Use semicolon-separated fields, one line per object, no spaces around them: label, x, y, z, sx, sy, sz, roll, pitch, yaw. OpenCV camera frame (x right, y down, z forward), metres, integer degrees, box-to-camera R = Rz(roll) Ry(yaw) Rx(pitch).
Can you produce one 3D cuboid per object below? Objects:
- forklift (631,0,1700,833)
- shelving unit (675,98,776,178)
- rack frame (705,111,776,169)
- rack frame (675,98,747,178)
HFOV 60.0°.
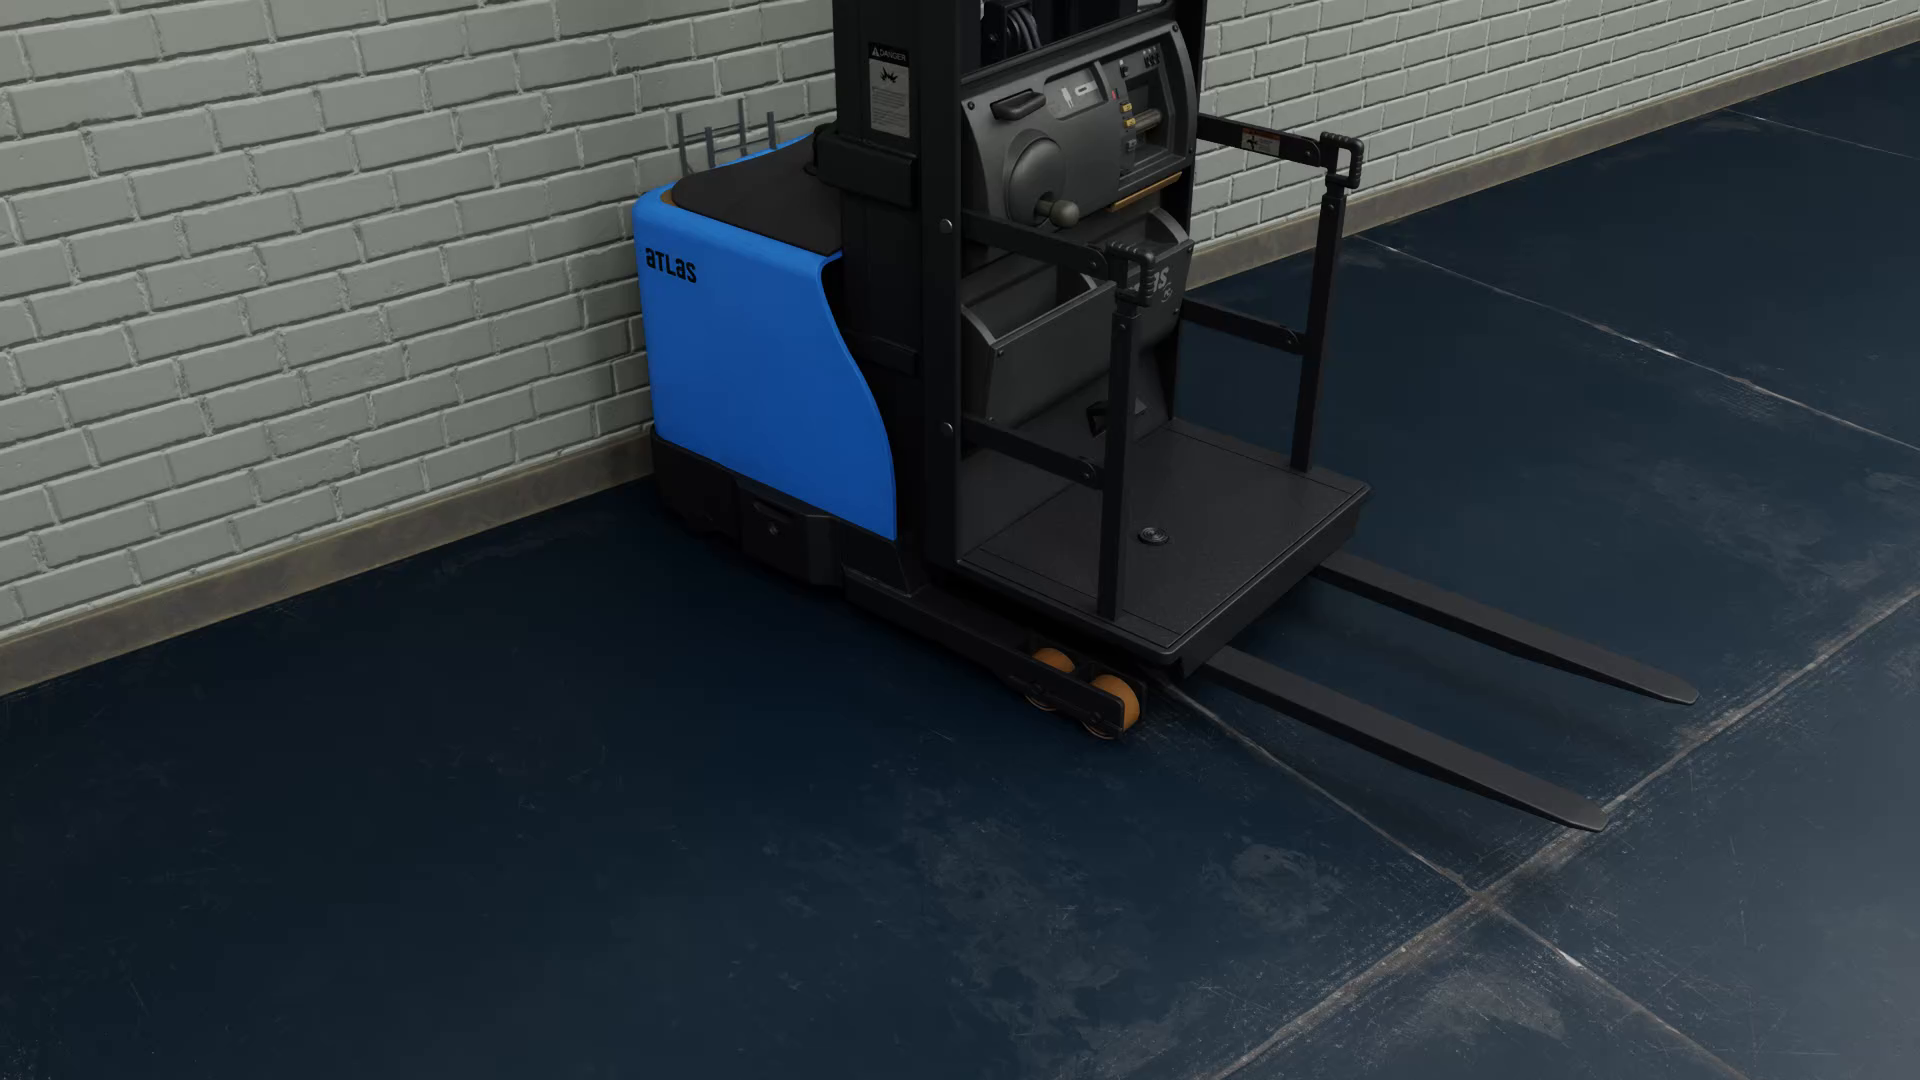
forklift;0.488;-1.036;4.139;3.031;2.935;1.130;23;39;32
shelving unit;-0.715;-0.807;5.437;0.258;1.200;0.189;-23;38;-31
rack frame;-0.659;-0.770;5.375;0.240;1.200;0.006;-23;38;-31
rack frame;-0.771;-0.844;5.499;0.240;1.200;0.006;-23;38;-31
